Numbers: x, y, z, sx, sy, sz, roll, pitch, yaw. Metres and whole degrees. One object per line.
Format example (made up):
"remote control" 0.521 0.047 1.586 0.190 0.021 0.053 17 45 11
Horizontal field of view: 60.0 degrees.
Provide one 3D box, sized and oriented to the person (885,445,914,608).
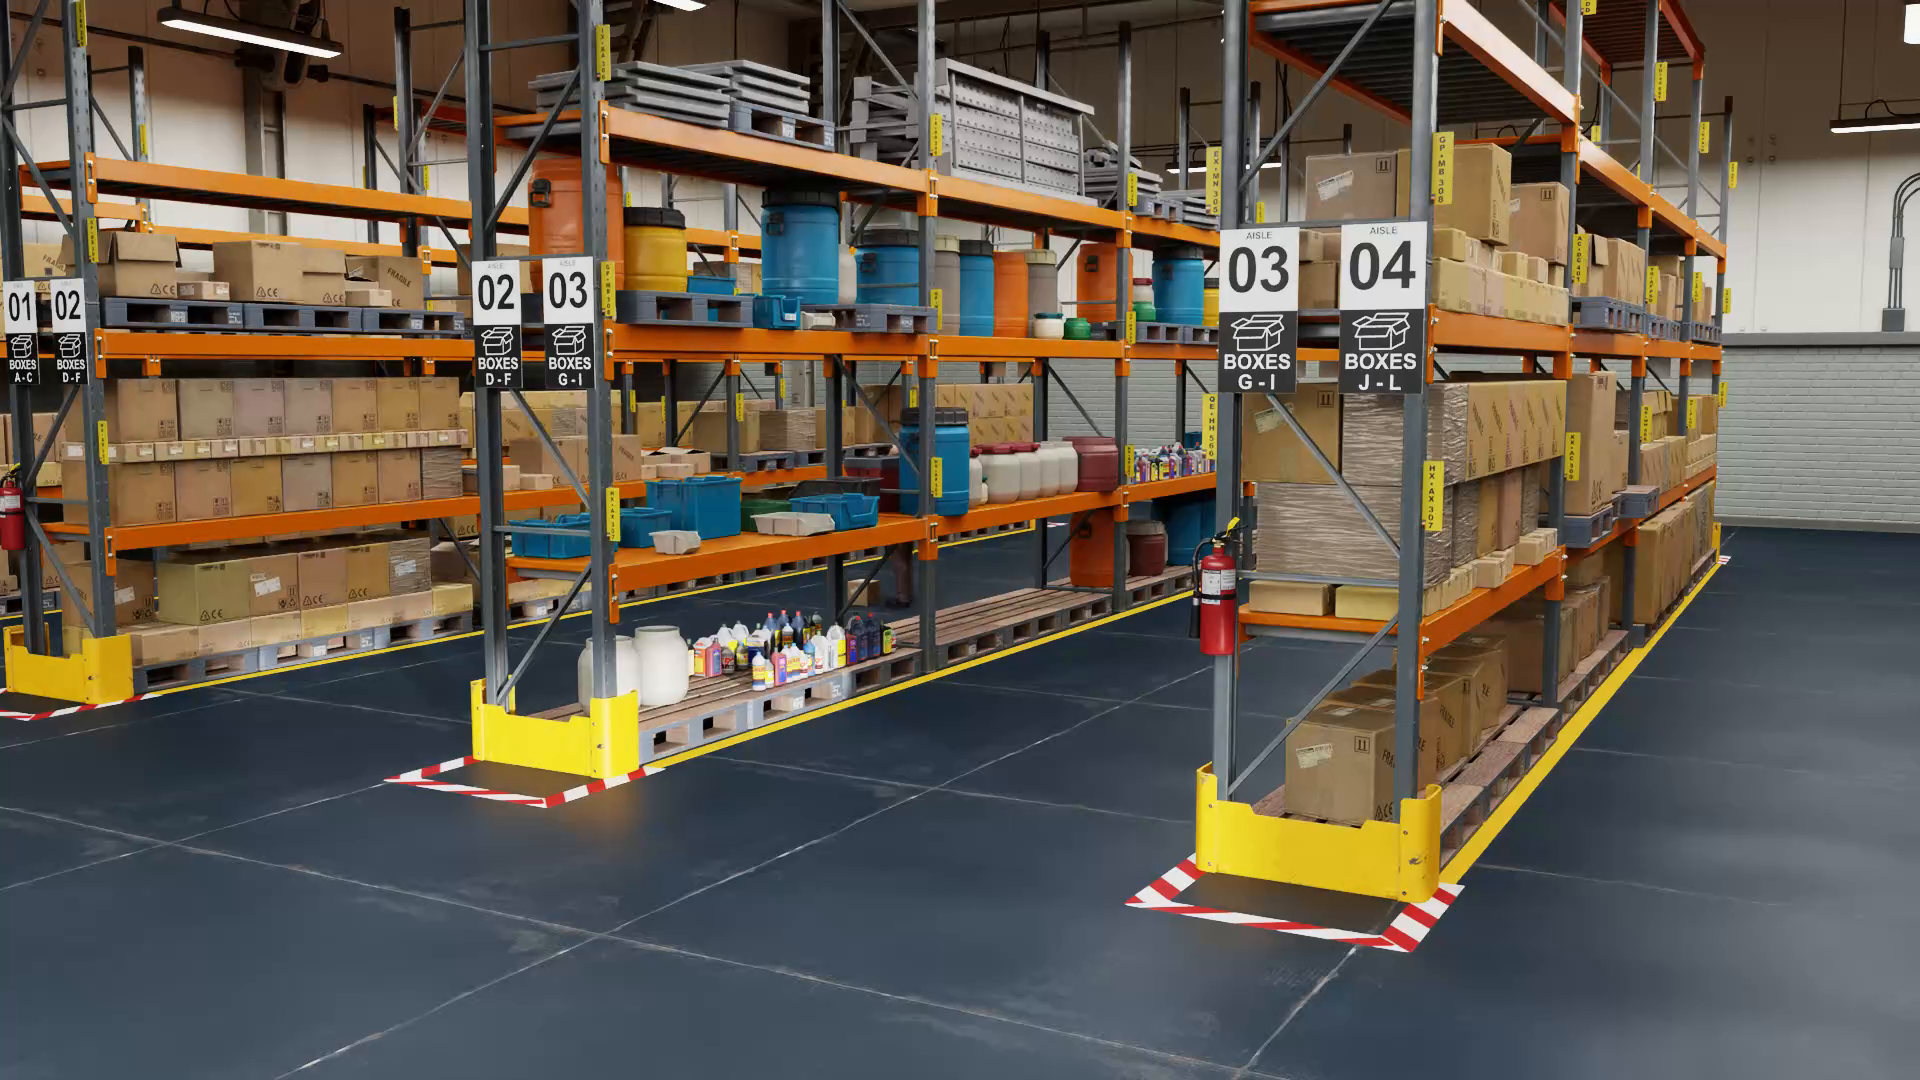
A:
"person" -0.680 -0.150 17.689 0.480 1.726 0.542 3 7 29
